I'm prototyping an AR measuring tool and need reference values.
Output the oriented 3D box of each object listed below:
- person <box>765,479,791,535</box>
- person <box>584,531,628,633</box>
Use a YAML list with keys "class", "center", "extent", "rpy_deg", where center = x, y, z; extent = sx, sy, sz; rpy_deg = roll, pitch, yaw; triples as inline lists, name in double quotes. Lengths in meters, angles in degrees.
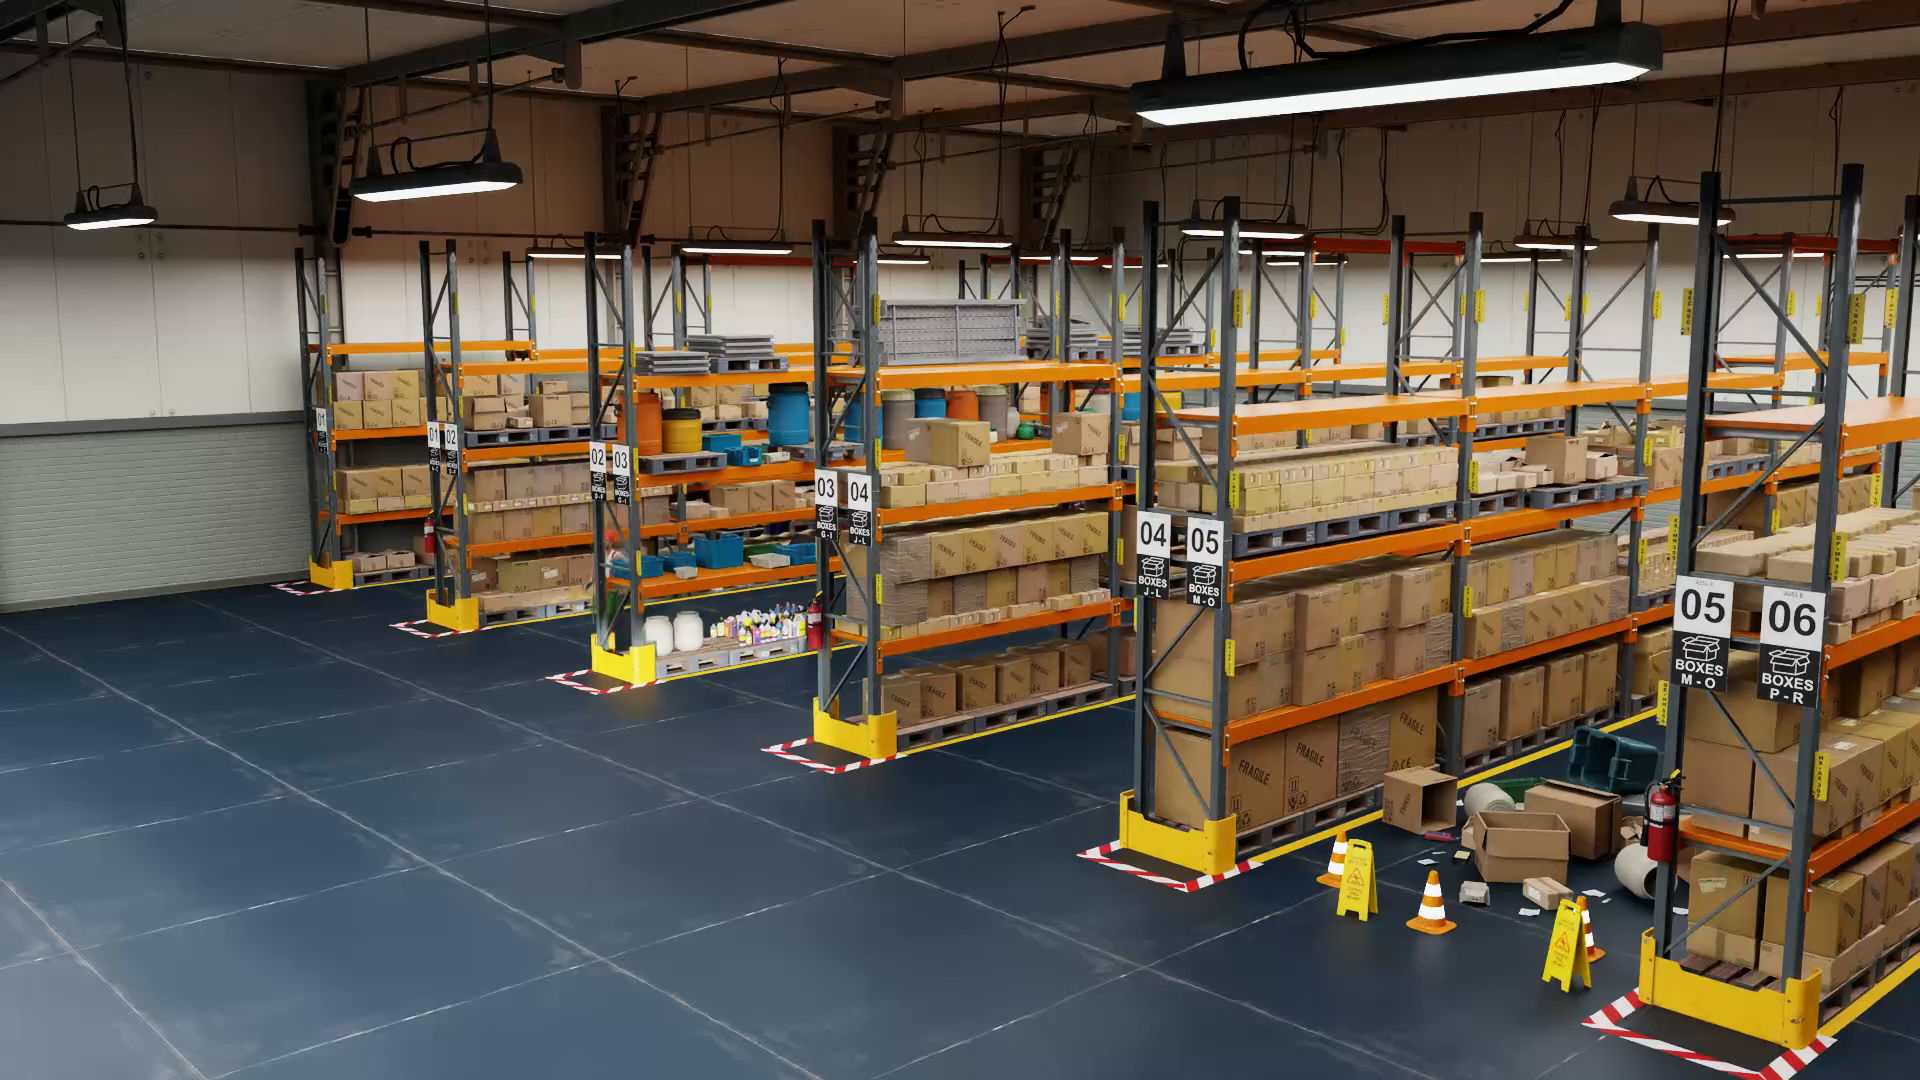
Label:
- class: "person"
  center: [-3.568, -0.377, 32.452]
  extent: [0.587, 1.590, 0.575]
  rpy_deg: [8, 12, 44]
- class: "person"
  center: [-5.162, 0.732, 24.467]
  extent: [0.654, 1.741, 0.622]
  rpy_deg: [3, 9, 18]
